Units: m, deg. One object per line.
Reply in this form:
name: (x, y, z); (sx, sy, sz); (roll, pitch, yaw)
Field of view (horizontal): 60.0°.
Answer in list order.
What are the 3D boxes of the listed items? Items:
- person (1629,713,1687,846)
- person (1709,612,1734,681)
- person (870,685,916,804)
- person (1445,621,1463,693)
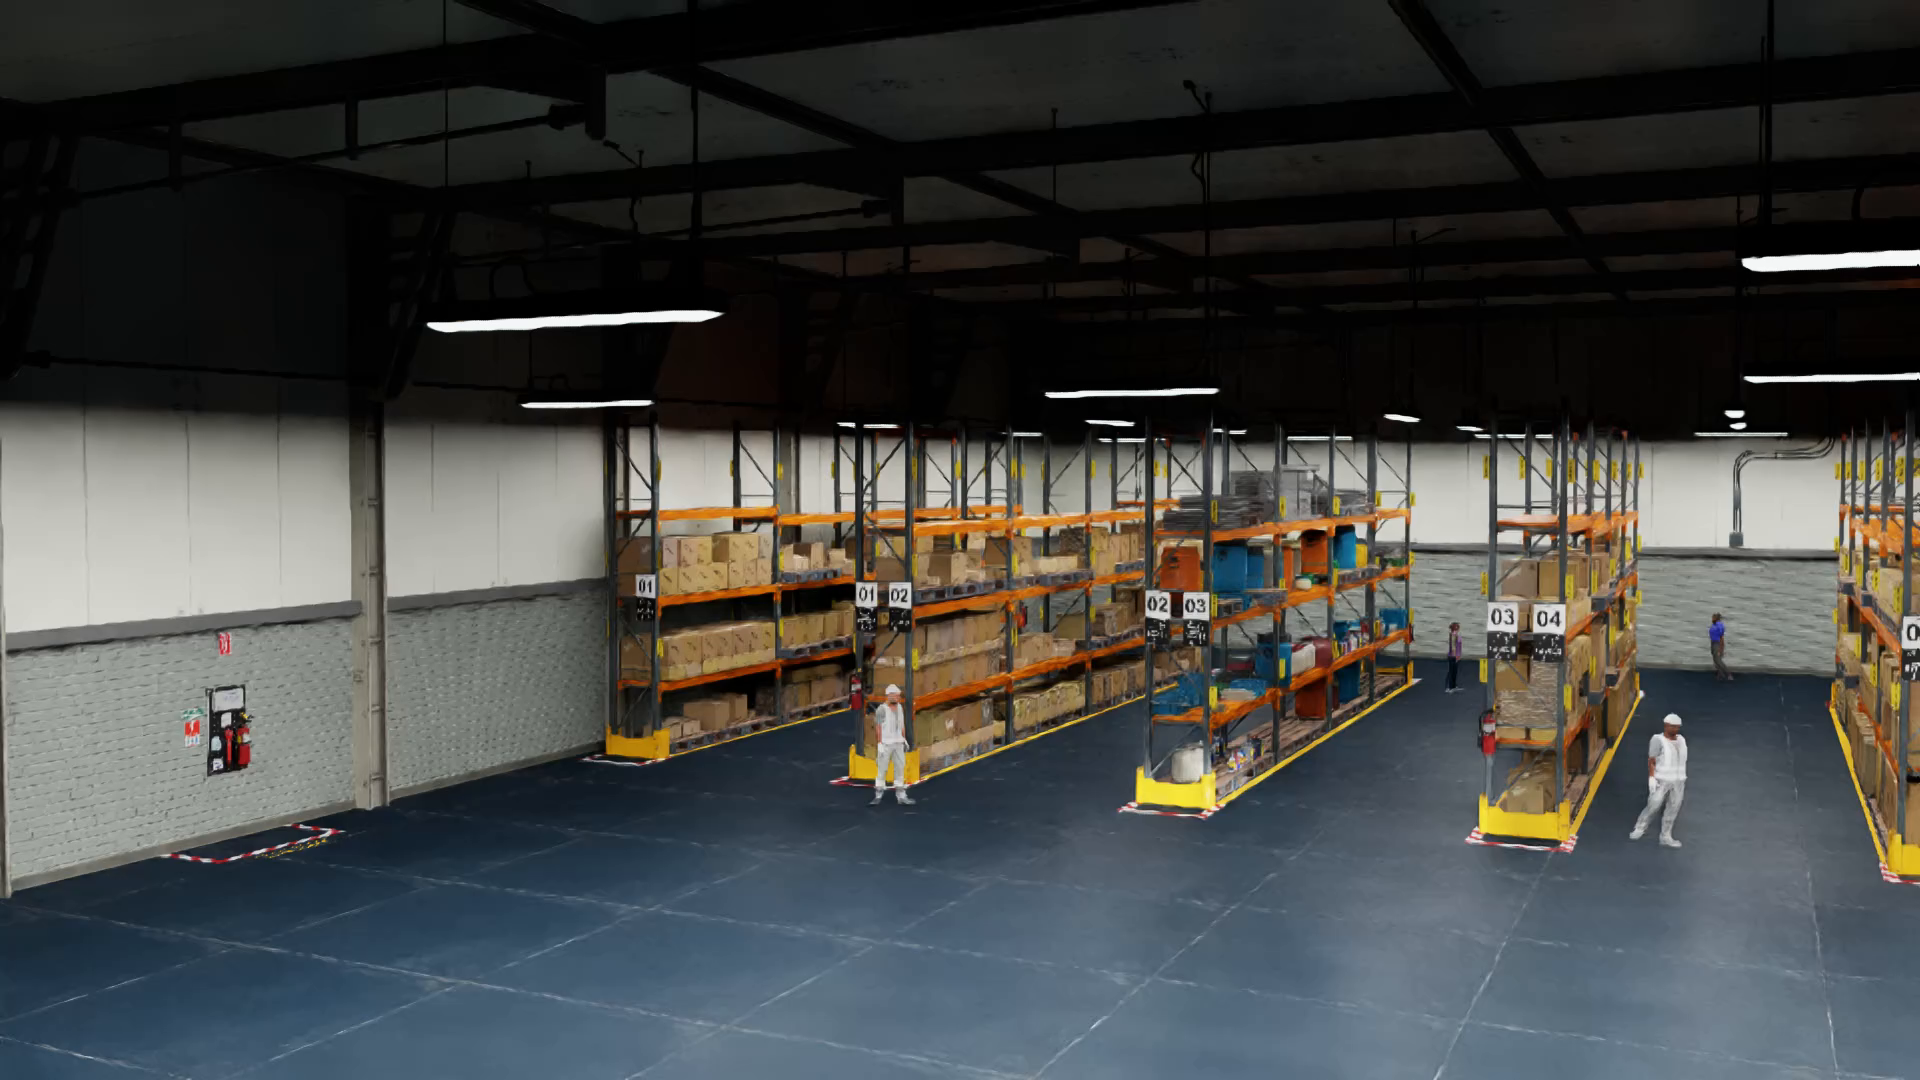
person: (9.316, 3.181, 22.143); (0.735, 1.769, 0.526); (-1, 2, -15)
person: (17.962, 2.525, 39.227); (0.441, 1.637, 0.622); (0, 2, -5)
person: (-1.028, 3.055, 24.836); (0.631, 1.794, 0.481); (-2, 3, -38)
person: (11.074, 2.620, 37.274); (0.345, 1.601, 0.553); (1, 3, 23)
